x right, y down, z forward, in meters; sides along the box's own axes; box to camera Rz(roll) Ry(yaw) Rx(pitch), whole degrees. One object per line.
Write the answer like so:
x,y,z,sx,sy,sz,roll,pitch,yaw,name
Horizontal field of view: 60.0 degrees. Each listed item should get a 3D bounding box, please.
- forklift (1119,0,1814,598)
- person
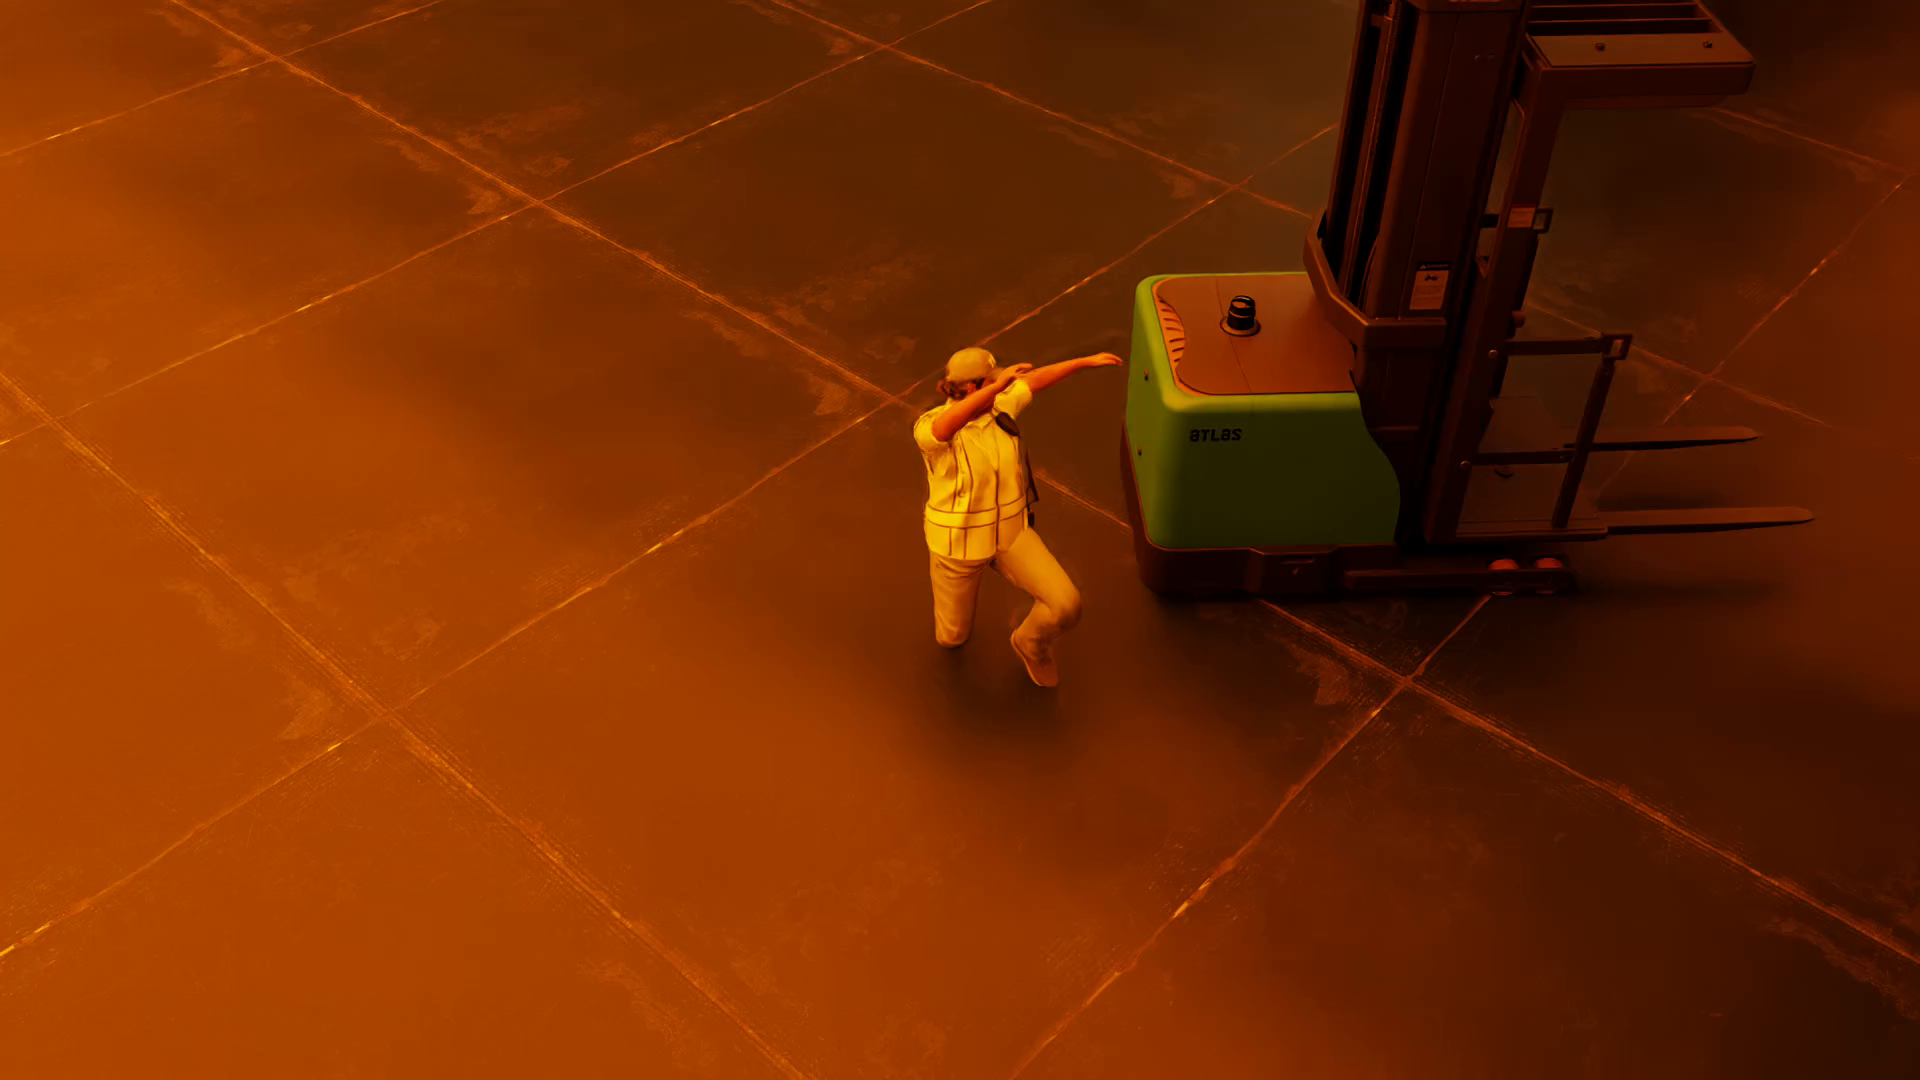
2.301,-1.211,6.840,3.031,2.935,1.130,-2,41,-2,forklift
0.350,-0.127,6.722,1.021,1.508,0.815,-18,44,-20,person
